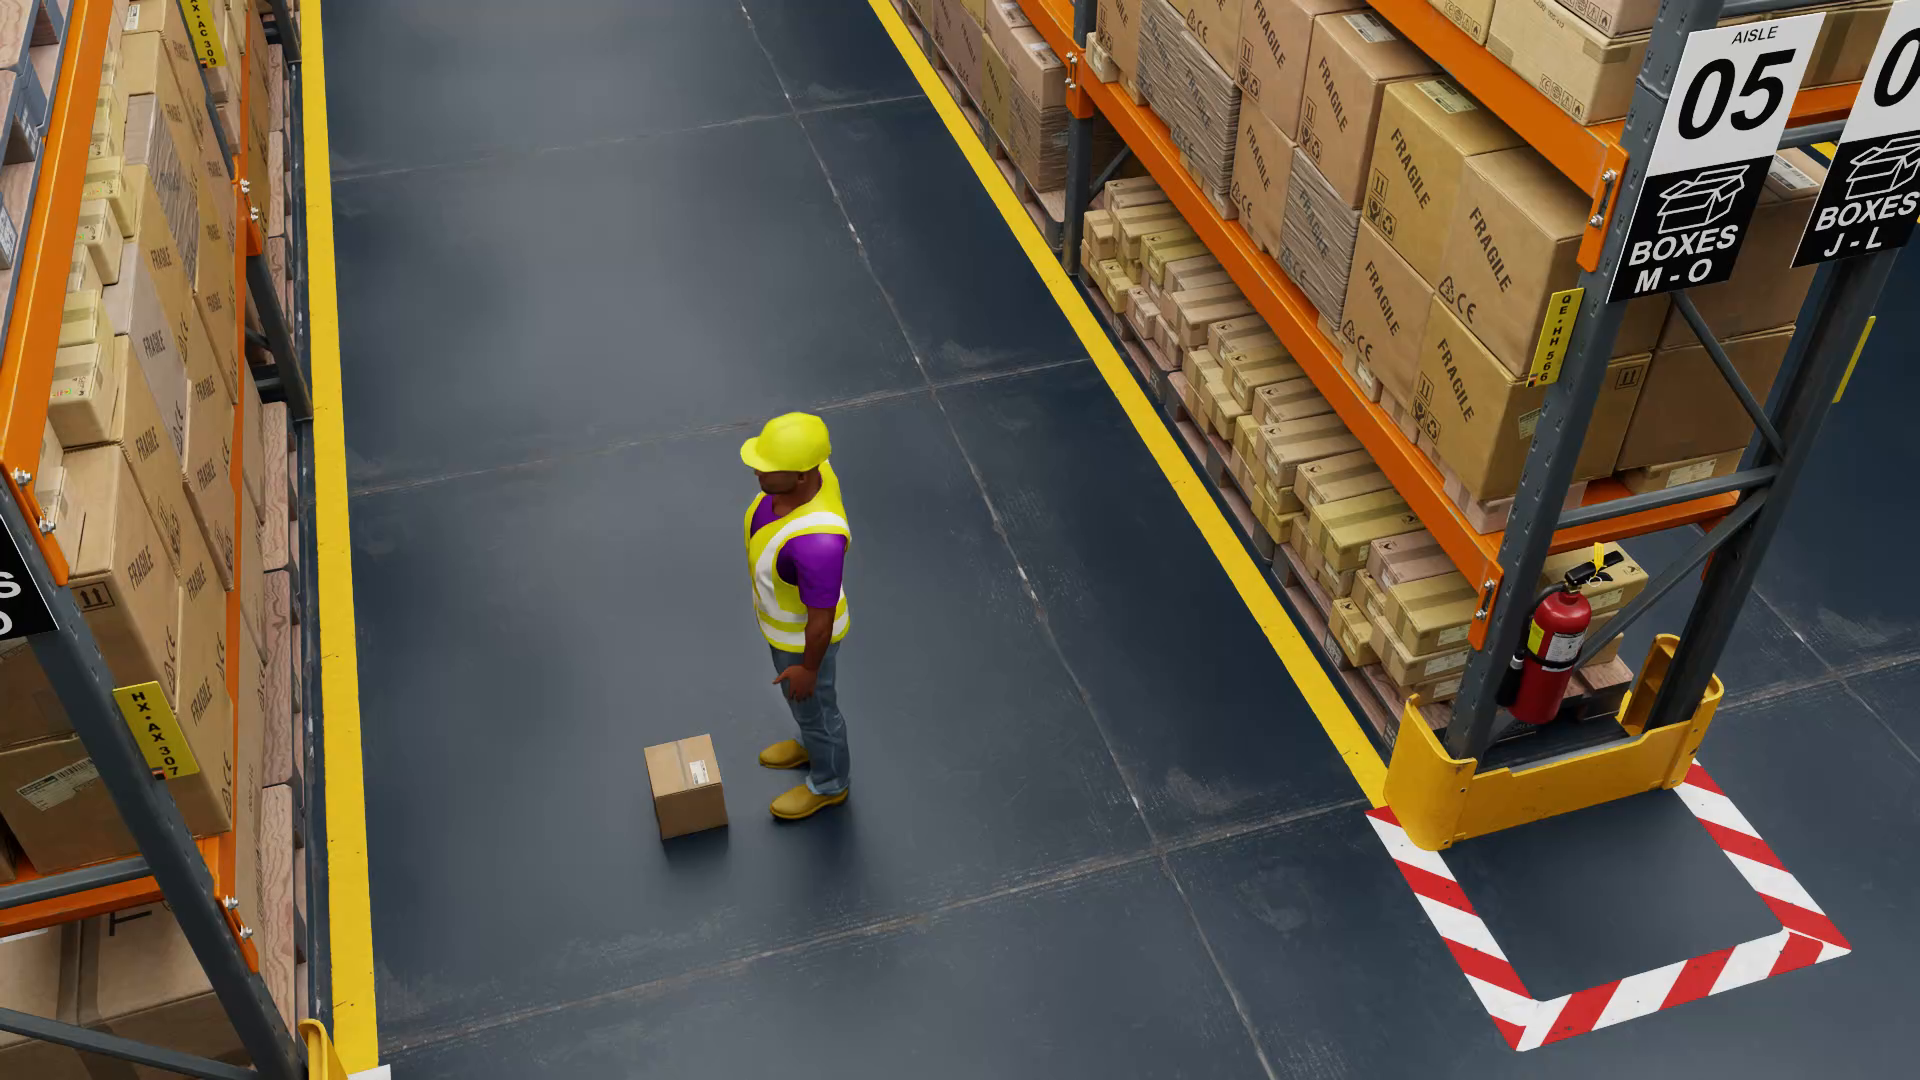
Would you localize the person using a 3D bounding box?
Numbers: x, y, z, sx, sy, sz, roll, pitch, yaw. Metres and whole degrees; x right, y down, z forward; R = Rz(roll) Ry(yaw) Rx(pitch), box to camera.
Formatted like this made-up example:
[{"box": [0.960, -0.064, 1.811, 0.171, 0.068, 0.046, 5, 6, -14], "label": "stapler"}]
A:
[{"box": [-0.568, 0.282, 5.827, 0.377, 1.782, 0.575, -11, 43, -12], "label": "person"}]
